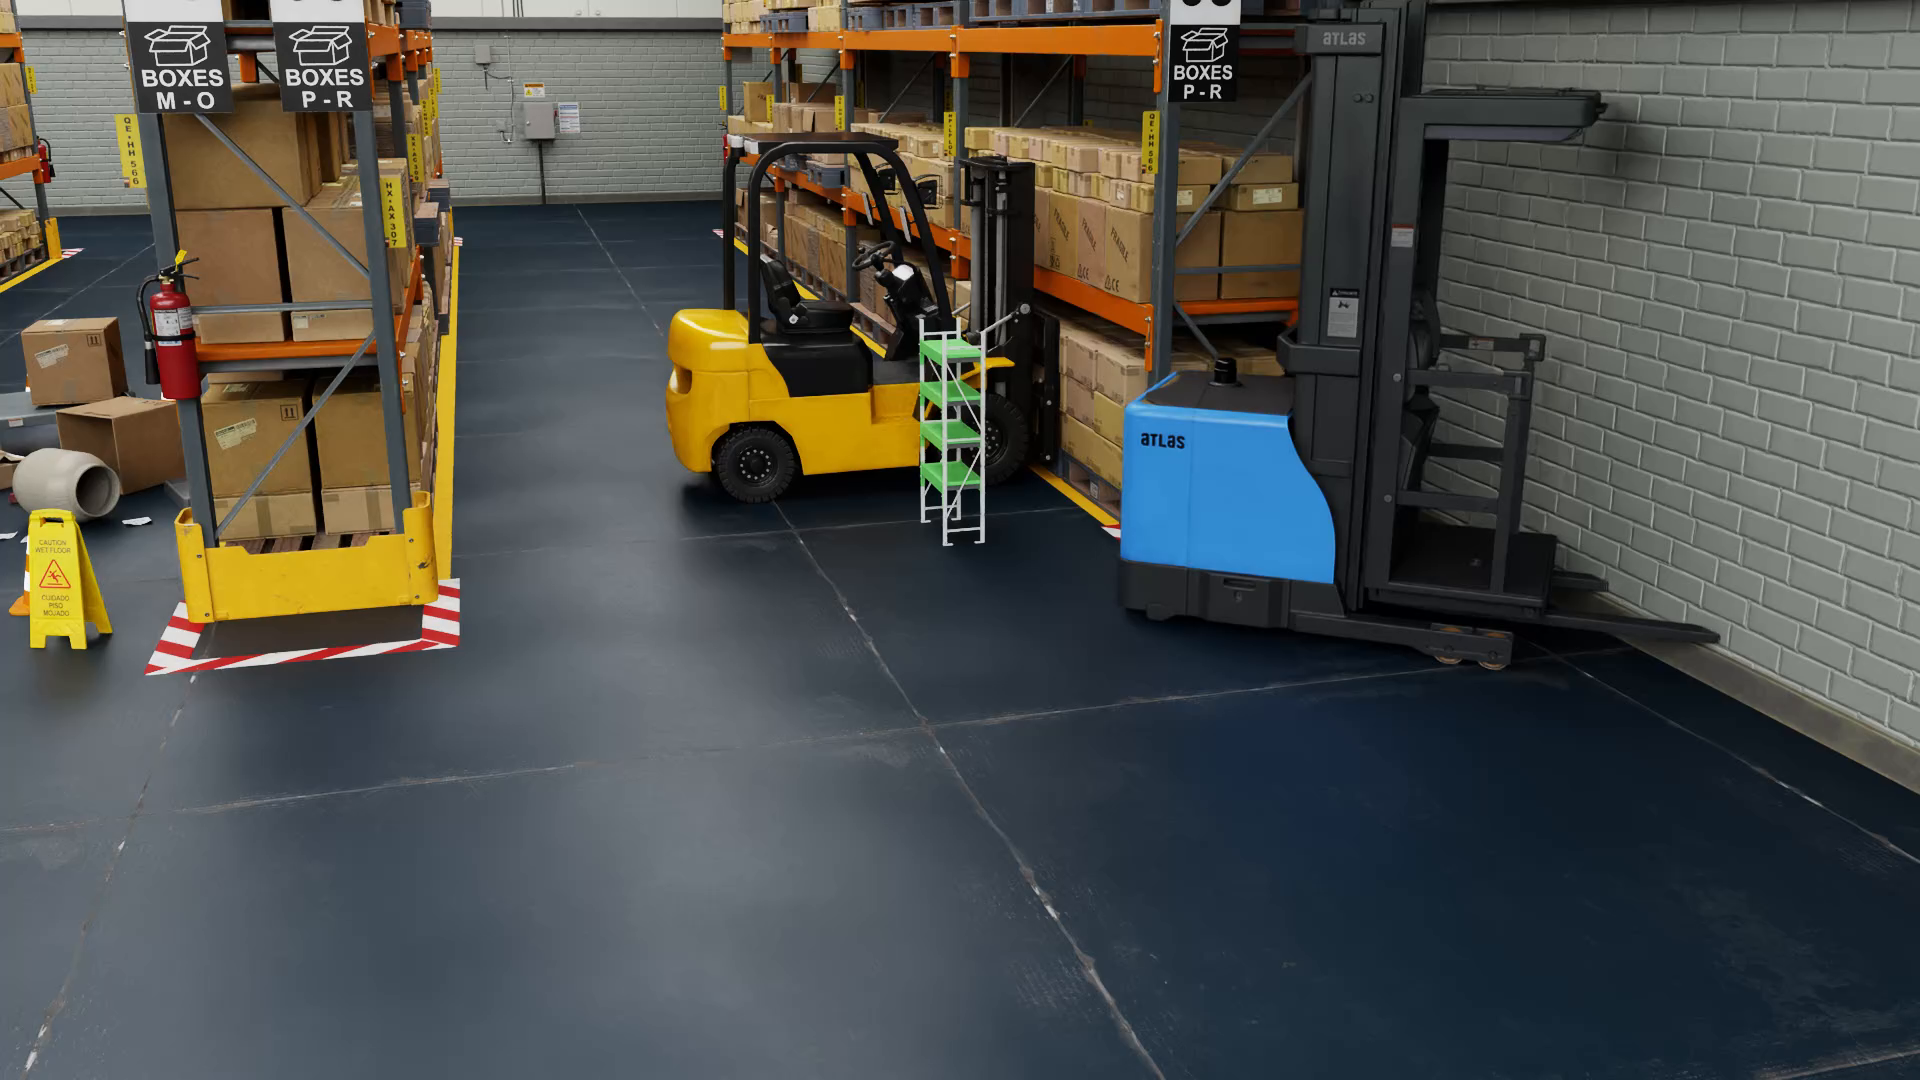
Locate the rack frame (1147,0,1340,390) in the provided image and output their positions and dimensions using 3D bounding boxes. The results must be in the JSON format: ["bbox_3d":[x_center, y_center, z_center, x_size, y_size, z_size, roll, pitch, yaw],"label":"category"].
[{"bbox_3d":[1.546,-1.493,9.208,1.000,3.000,0.127,-5,17,-15],"label":"rack frame"}]

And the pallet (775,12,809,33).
[{"bbox_3d":[-1.352,-5.686,18.280,1.213,0.211,1.003,-5,17,-15],"label":"pallet"}]

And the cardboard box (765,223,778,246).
[{"bbox_3d":[-2.285,-3.933,21.355,0.396,0.266,0.258,-4,17,-13],"label":"cardboard box"}]

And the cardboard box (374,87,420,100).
[{"bbox_3d":[-5.324,-3.995,15.625,0.500,0.500,0.500,-5,18,-17],"label":"cardboard box"}]

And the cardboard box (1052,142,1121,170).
[{"bbox_3d":[0.798,-2.421,10.480,0.380,0.149,0.250,-4,17,-14],"label":"cardboard box"}]

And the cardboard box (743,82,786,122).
[{"bbox_3d":[-2.573,-5.787,21.942,0.500,0.500,0.500,-4,17,-14],"label":"cardboard box"}]

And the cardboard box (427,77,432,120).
[{"bbox_3d":[-6.554,-5.236,19.759,0.500,0.500,0.500,-5,17,-16],"label":"cardboard box"}]

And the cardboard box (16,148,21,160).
[{"bbox_3d":[-11.877,-4.778,20.580,0.380,0.149,0.250,-5,17,-16],"label":"cardboard box"}]

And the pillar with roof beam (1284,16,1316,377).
[{"bbox_3d":[-1.918,-4.289,8.090,9.100,9.000,0.400,-5,17,-15],"label":"pillar with roof beam"}]

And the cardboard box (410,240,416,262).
[{"bbox_3d":[-3.868,-1.952,11.174,0.380,0.149,0.250,-4,17,-14],"label":"cardboard box"}]

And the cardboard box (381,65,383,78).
[{"bbox_3d":[-6.941,-5.467,19.400,0.380,0.149,0.250,-5,17,-15],"label":"cardboard box"}]

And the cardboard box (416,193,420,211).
[{"bbox_3d":[-4.233,-2.534,12.381,0.380,0.149,0.250,-4,17,-14],"label":"cardboard box"}]

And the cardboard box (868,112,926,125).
[{"bbox_3d":[-0.643,-4.109,17.015,0.500,0.500,0.500,-4,17,-13],"label":"cardboard box"}]

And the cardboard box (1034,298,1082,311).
[{"bbox_3d":[0.557,-1.525,11.626,0.500,0.250,0.500,-4,17,-13],"label":"cardboard box"}]

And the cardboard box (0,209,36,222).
[{"bbox_3d":[-11.965,-4.100,21.079,0.380,0.149,0.250,-4,17,-15],"label":"cardboard box"}]

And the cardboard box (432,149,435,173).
[{"bbox_3d":[-6.157,-4.243,18.623,0.500,0.250,0.500,-5,17,-17],"label":"cardboard box"}]

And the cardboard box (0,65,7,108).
[{"bbox_3d":[-11.698,-5.385,19.736,0.500,0.500,0.500,-4,17,-12],"label":"cardboard box"}]

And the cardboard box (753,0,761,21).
[{"bbox_3d":[-2.278,-6.576,20.659,0.500,0.250,0.500,-5,18,-17],"label":"cardboard box"}]

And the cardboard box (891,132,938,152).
[{"bbox_3d":[-0.387,-3.453,14.432,0.380,0.149,0.250,-5,17,-17],"label":"cardboard box"}]

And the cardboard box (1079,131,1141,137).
[{"bbox_3d":[1.069,-2.827,11.830,0.380,0.149,0.250,-5,17,-16],"label":"cardboard box"}]

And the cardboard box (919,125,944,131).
[{"bbox_3d":[-0.176,-3.850,15.754,0.380,0.149,0.250,-5,17,-15],"label":"cardboard box"}]

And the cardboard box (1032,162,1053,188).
[{"bbox_3d":[0.687,-2.420,10.991,0.380,0.149,0.250,-5,17,-16],"label":"cardboard box"}]

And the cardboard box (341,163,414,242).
[{"bbox_3d":[-3.815,-2.151,10.708,0.500,0.500,0.500,-4,17,-13],"label":"cardboard box"}]

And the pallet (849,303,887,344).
[{"bbox_3d":[-0.464,-2.139,16.207,1.003,0.211,1.213,-5,17,-15],"label":"pallet"}]

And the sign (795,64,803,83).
[{"bbox_3d":[-2.312,-6.663,23.857,0.100,0.325,0.005,-5,17,-15],"label":"sign"}]

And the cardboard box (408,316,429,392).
[{"bbox_3d":[-3.762,-1.166,10.866,0.500,0.500,0.500,-4,17,-14],"label":"cardboard box"}]

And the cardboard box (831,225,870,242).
[{"bbox_3d":[-1.136,-3.210,17.412,0.380,0.149,0.250,-6,18,-18],"label":"cardboard box"}]

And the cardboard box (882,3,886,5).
[{"bbox_3d":[-0.575,-5.452,16.741,0.380,0.149,0.250,-5,17,-16],"label":"cardboard box"}]

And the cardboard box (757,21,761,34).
[{"bbox_3d":[-2.327,-6.416,20.819,0.380,0.149,0.250,-5,17,-15],"label":"cardboard box"}]

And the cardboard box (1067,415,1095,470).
[{"bbox_3d":[0.986,-0.620,10.353,0.500,0.250,0.500,-5,17,-15],"label":"cardboard box"}]

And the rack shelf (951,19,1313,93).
[{"bbox_3d":[0.997,-3.138,10.721,1.077,0.370,4.000,-5,17,-15],"label":"rack shelf"}]

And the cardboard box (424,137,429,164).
[{"bbox_3d":[-5.467,-3.783,16.222,0.500,0.250,0.500,-4,17,-14],"label":"cardboard box"}]

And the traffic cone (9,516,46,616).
[{"bbox_3d":[-4.584,0.099,8.319,0.336,0.463,0.334,-5,17,-15],"label":"traffic cone"}]

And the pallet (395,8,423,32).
[{"bbox_3d":[-5.652,-4.832,15.439,1.213,0.211,1.003,-4,17,-13],"label":"pallet"}]

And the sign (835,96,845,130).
[{"bbox_3d":[-1.171,-4.177,16.268,0.100,0.325,0.005,-5,17,-15],"label":"sign"}]

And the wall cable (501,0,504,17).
[{"bbox_3d":[-8.733,-10.008,27.128,2.355,3.000,0.029,-5,17,-15],"label":"wall cable"}]

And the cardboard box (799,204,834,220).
[{"bbox_3d":[-1.677,-3.866,19.595,0.380,0.149,0.250,-6,18,-18],"label":"cardboard box"}]

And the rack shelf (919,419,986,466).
[{"bbox_3d":[-0.046,-0.559,9.450,0.258,0.148,0.480,-5,17,-15],"label":"rack shelf"}]

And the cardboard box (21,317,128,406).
[{"bbox_3d":[-6.028,-1.222,11.336,0.500,0.500,0.500,-5,17,-15],"label":"cardboard box"}]

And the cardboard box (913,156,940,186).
[{"bbox_3d":[-0.082,-3.024,13.697,0.500,0.250,0.500,-5,17,-17],"label":"cardboard box"}]

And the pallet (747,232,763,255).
[{"bbox_3d":[-2.278,-4.005,22.417,1.003,0.211,1.213,-5,17,-15],"label":"pallet"}]

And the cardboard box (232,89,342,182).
[{"bbox_3d":[-3.950,-2.315,9.516,0.700,0.500,0.500,-5,17,-16],"label":"cardboard box"}]

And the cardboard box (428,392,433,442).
[{"bbox_3d":[-3.748,-0.801,10.955,0.500,0.250,0.500,-5,17,-17],"label":"cardboard box"}]

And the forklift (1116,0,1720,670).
[{"bbox_3d":[2.336,-0.990,7.655,3.031,2.935,1.130,7,18,21],"label":"forklift"}]

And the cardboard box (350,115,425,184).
[{"bbox_3d":[-4.439,-3.026,12.891,0.500,0.500,0.500,-5,17,-16],"label":"cardboard box"}]

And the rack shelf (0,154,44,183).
[{"bbox_3d":[-11.804,-4.208,19.497,1.077,0.370,4.000,-5,17,-15],"label":"rack shelf"}]

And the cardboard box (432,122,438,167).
[{"bbox_3d":[-6.400,-4.617,19.435,0.500,0.500,0.500,-4,17,-13],"label":"cardboard box"}]

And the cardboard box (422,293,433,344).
[{"bbox_3d":[-5.068,-1.894,14.382,0.950,0.372,0.625,-5,17,-16],"label":"cardboard box"}]

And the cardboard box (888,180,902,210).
[{"bbox_3d":[-0.343,-3.067,14.708,0.500,0.250,0.500,-4,17,-13],"label":"cardboard box"}]

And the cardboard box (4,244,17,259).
[{"bbox_3d":[-11.584,-3.459,19.980,0.380,0.149,0.250,-4,17,-14],"label":"cardboard box"}]

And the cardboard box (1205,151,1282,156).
[{"bbox_3d":[1.646,-2.182,9.684,0.380,0.149,0.250,-4,17,-13],"label":"cardboard box"}]

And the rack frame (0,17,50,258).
[{"bbox_3d":[-12.354,-5.106,21.235,1.000,3.000,0.127,-5,17,-15],"label":"rack frame"}]

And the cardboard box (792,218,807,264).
[{"bbox_3d":[-1.679,-3.518,19.565,0.500,0.500,0.500,-5,17,-16],"label":"cardboard box"}]

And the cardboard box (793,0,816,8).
[{"bbox_3d":[-1.605,-5.840,17.999,0.380,0.149,0.250,-4,17,-14],"label":"cardboard box"}]

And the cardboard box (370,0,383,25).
[{"bbox_3d":[-3.363,-2.890,9.082,0.380,0.149,0.250,-4,17,-15],"label":"cardboard box"}]

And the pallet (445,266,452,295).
[{"bbox_3d":[-6.239,-2.876,18.658,1.003,0.211,1.213,-5,17,-15],"label":"pallet"}]

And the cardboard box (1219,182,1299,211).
[{"bbox_3d":[1.702,-1.966,9.481,0.380,0.149,0.250,-5,17,-17],"label":"cardboard box"}]

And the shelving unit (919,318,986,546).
[{"bbox_3d":[-0.046,-0.620,9.432,0.258,1.200,0.503,-5,17,-15],"label":"shelving unit"}]

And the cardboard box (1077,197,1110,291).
[{"bbox_3d":[1.025,-1.800,10.058,0.500,0.500,0.500,-4,17,-14],"label":"cardboard box"}]
